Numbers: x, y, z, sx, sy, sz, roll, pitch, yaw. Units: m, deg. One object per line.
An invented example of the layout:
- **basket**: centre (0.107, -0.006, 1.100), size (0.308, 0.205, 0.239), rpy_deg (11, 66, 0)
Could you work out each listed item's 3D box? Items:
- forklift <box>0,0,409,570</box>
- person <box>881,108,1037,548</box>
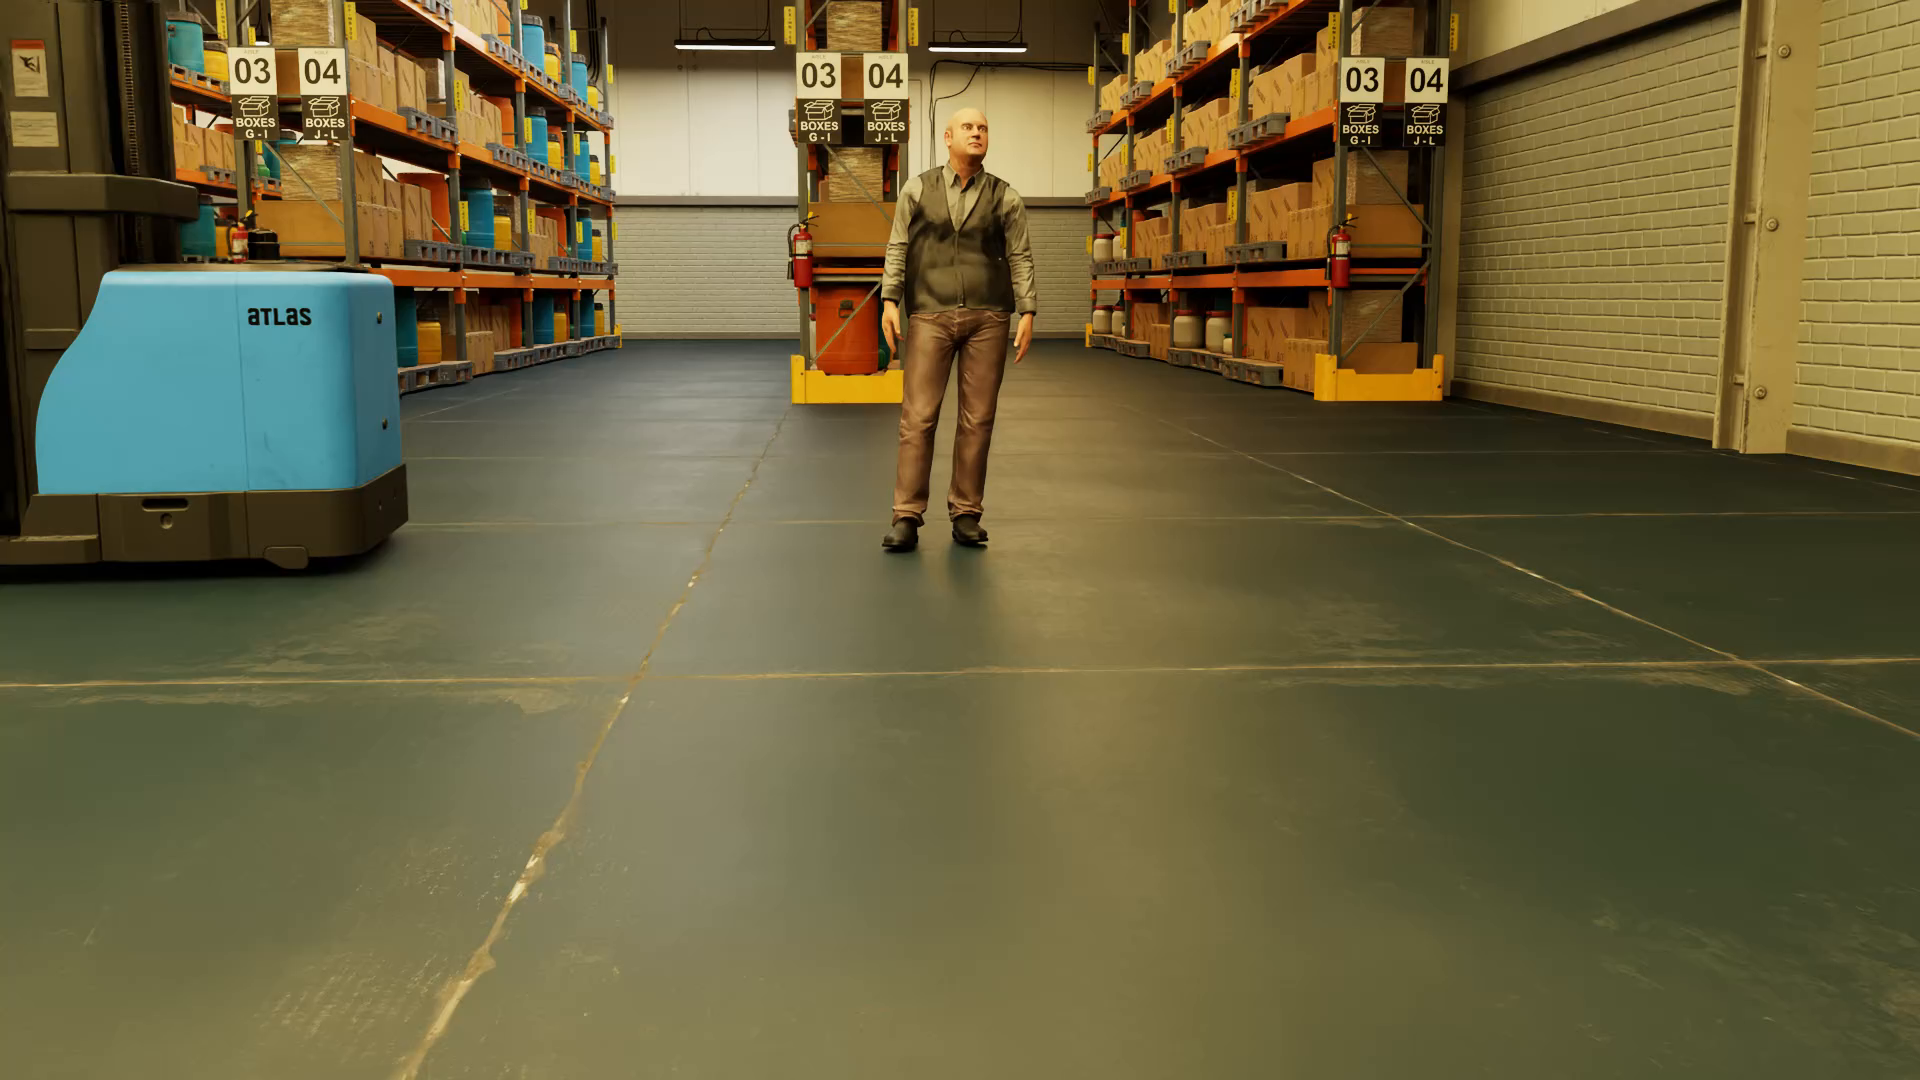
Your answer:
- **forklift**: centre (-3.710, -1.364, 6.017), size (3.031, 2.935, 1.130), rpy_deg (-1, 9, -8)
- **person**: centre (-0.005, -0.850, 6.621), size (0.632, 1.720, 0.568), rpy_deg (-1, 8, -4)
